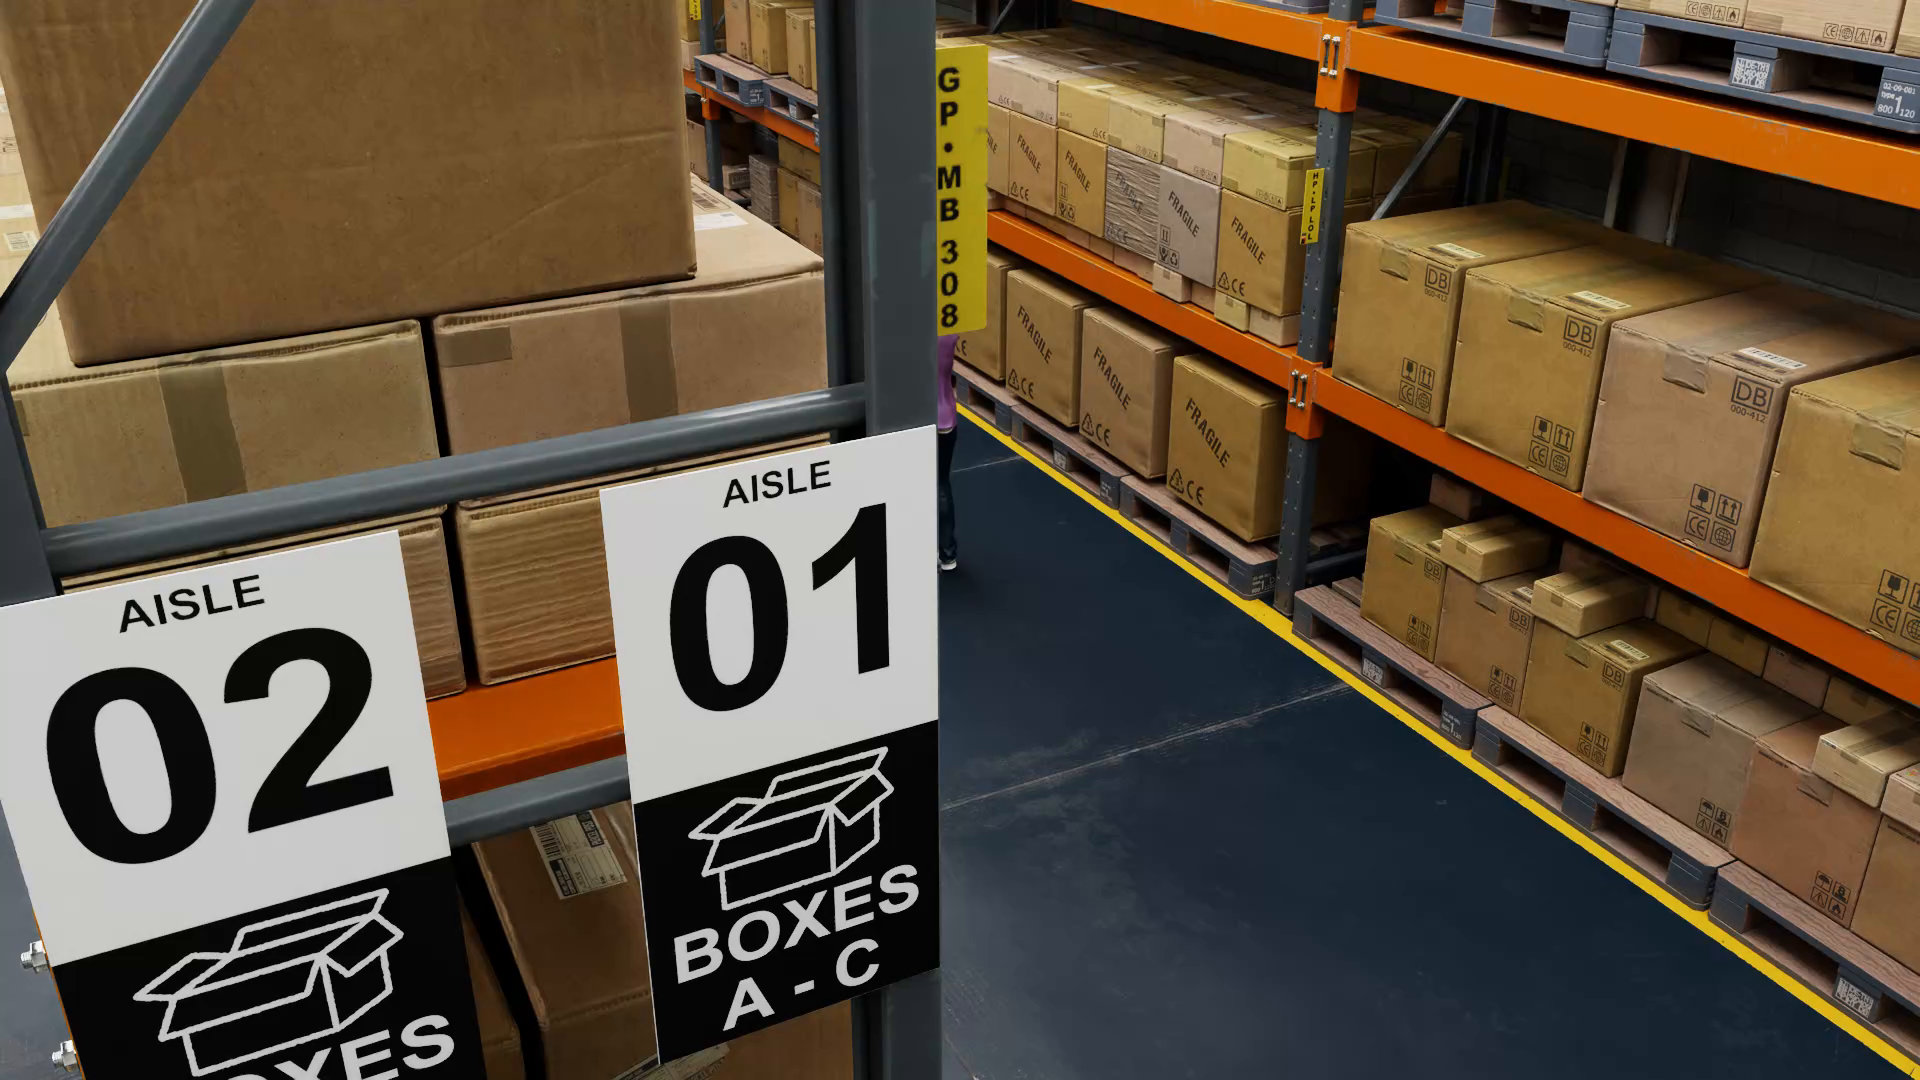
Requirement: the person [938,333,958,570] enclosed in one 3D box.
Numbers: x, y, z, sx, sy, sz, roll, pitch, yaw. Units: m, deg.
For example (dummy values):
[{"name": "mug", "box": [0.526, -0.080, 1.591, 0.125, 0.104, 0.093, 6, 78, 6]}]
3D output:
[{"name": "person", "box": [-0.228, -0.593, 8.349, 0.408, 1.589, 0.493, -13, 29, -25]}]
